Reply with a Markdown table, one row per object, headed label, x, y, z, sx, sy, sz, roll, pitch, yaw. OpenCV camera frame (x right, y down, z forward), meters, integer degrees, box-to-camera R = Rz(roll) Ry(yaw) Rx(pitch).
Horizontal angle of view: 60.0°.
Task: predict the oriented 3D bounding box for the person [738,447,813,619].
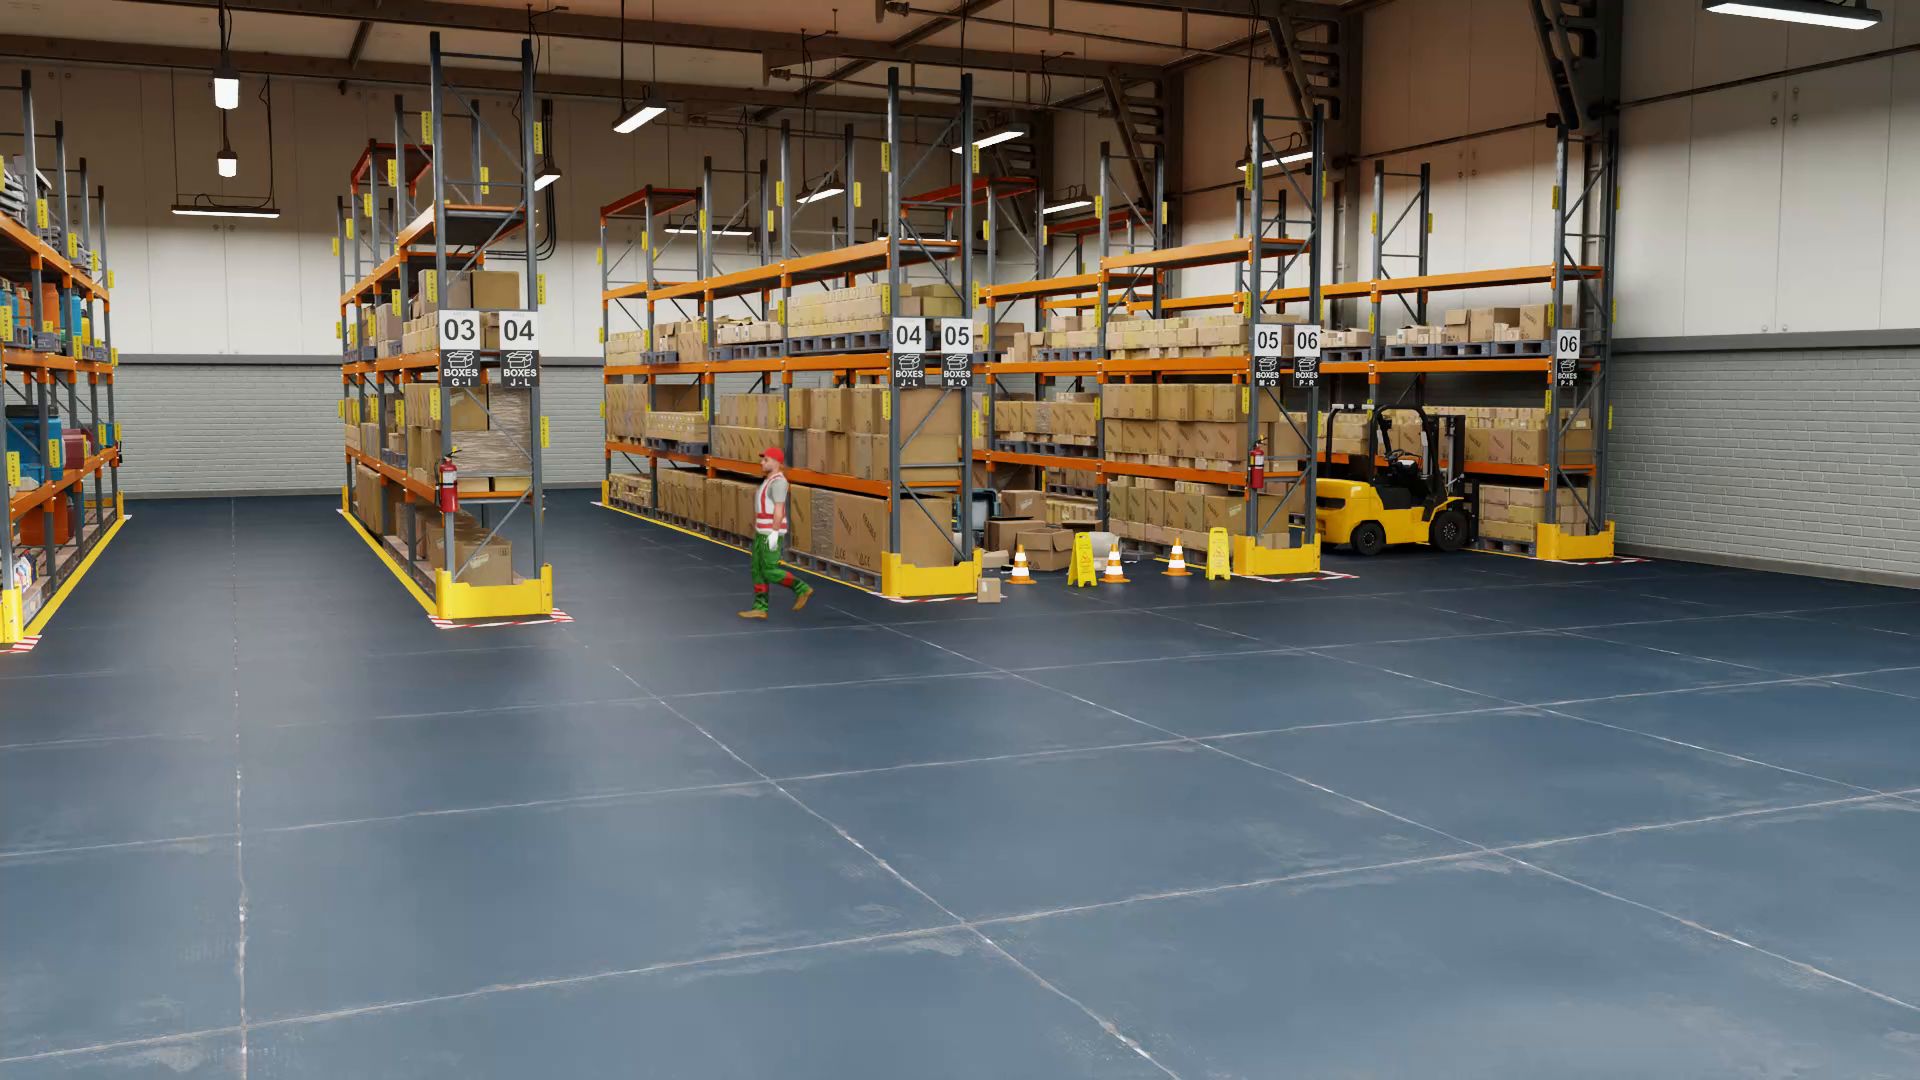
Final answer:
| label | x | y | z | sx | sy | sz | roll | pitch | yaw |
| --- | --- | --- | --- | --- | --- | --- | --- | --- | --- |
| person | -1.913 | -0.071 | 17.188 | 0.759 | 1.773 | 0.549 | -2 | 6 | -20 |
